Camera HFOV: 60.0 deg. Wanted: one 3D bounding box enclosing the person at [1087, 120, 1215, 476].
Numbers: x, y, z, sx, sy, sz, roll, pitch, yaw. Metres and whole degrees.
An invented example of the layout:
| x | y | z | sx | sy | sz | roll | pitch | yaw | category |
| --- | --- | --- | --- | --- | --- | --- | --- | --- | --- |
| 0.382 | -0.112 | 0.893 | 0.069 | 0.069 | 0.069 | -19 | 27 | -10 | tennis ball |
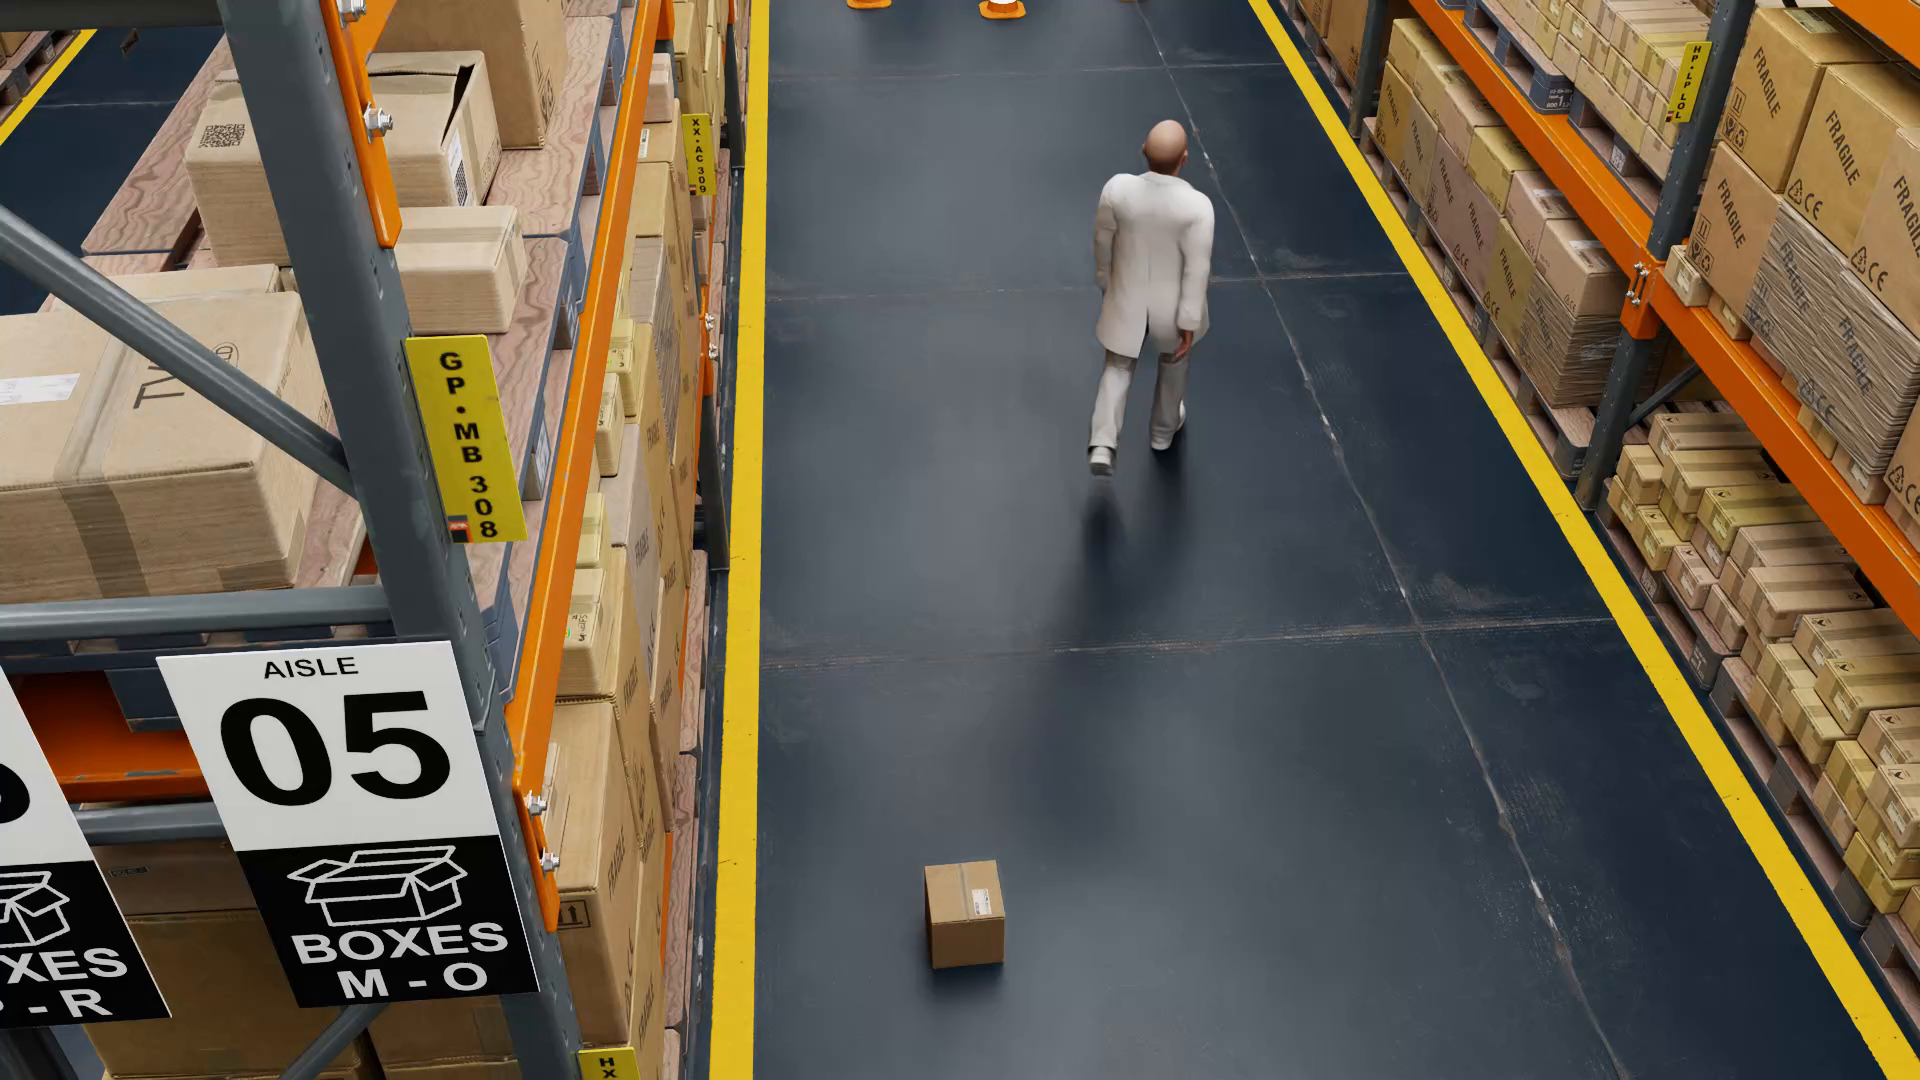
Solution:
| x | y | z | sx | sy | sz | roll | pitch | yaw | category |
| --- | --- | --- | --- | --- | --- | --- | --- | --- | --- |
| 0.844 | -1.068 | 7.491 | 0.559 | 1.739 | 0.958 | 13 | 40 | 15 | person |
